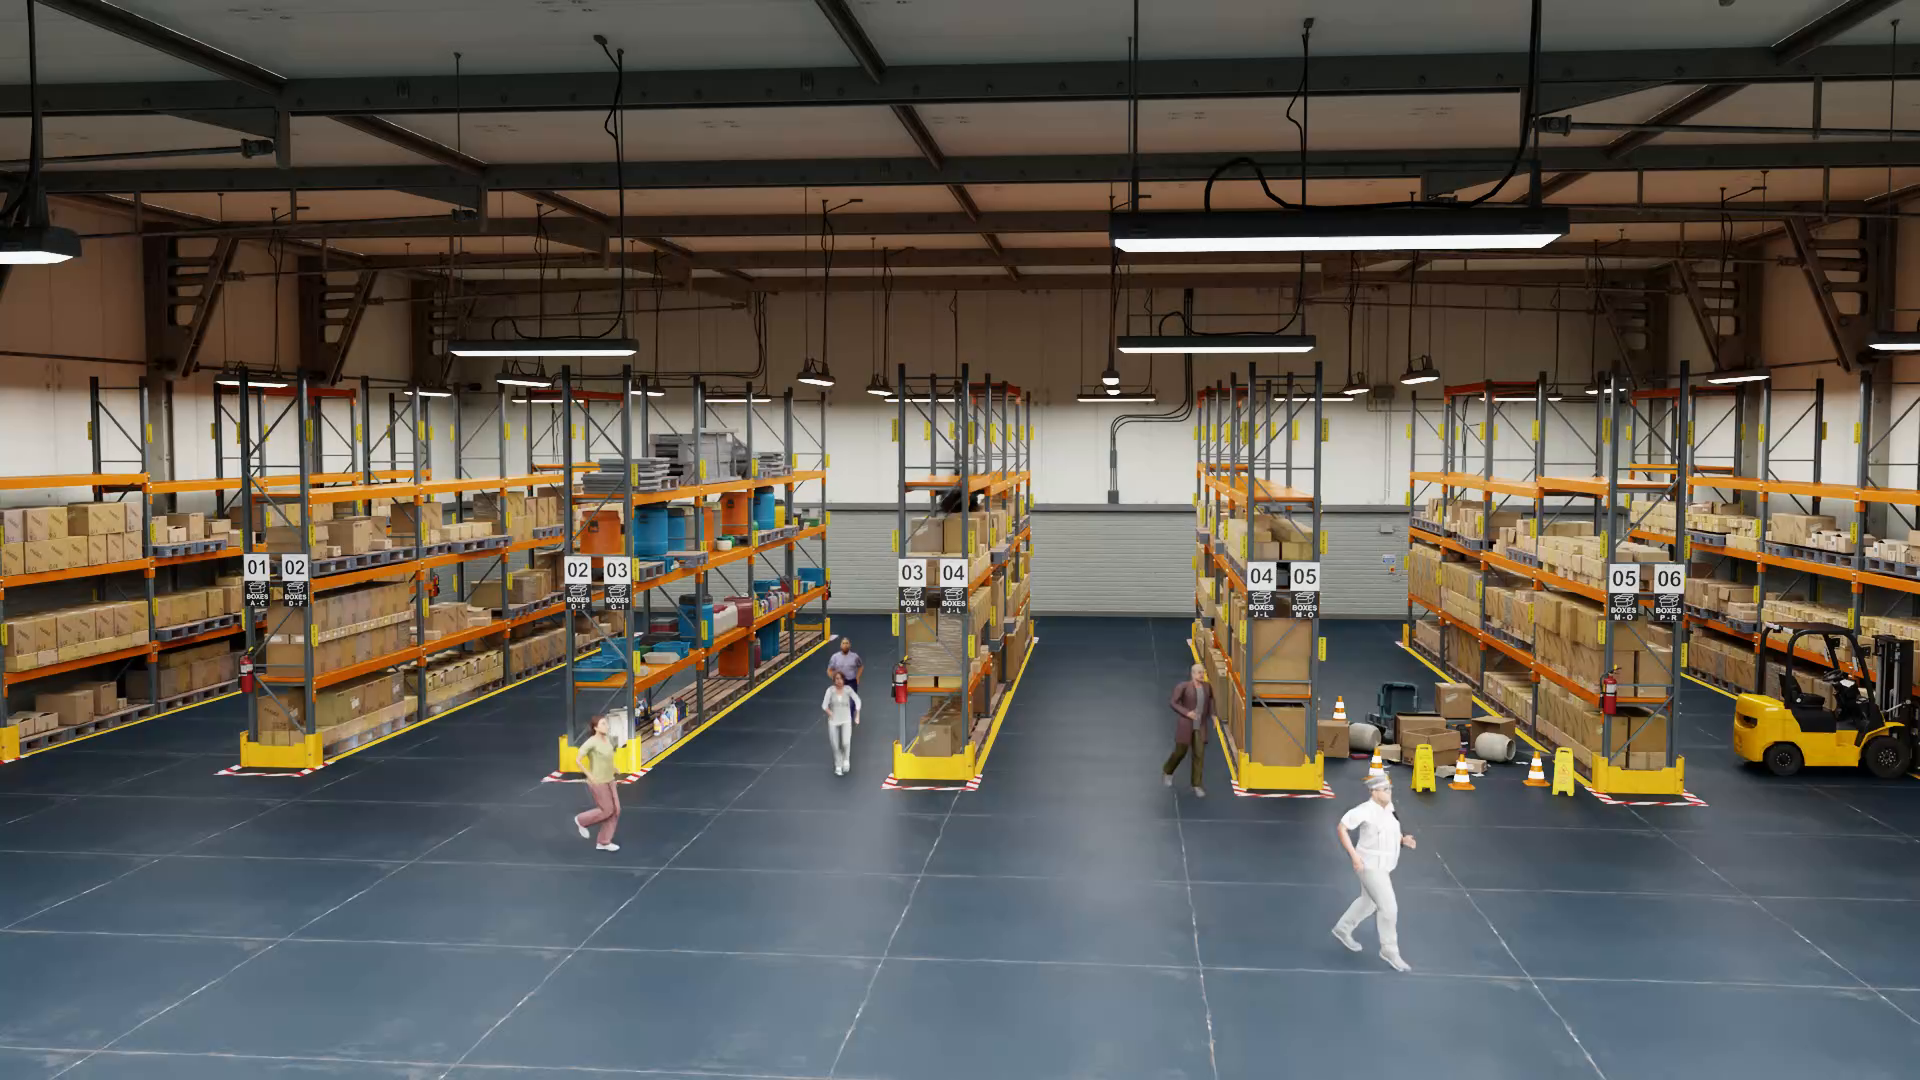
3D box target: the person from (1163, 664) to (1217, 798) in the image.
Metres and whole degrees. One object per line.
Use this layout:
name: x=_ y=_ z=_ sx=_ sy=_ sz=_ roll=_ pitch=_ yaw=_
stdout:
person: x=3.266 y=2.615 z=23.195 sx=0.763 sy=1.783 sz=0.977 roll=-1 pitch=4 yaw=-18

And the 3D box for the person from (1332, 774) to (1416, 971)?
person: x=3.927 y=3.105 z=15.796 sx=0.851 sy=1.826 sz=0.650 roll=3 pitch=5 yaw=36

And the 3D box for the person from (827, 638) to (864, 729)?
person: x=-1.857 y=2.392 z=27.084 sx=0.607 sy=1.605 sz=0.734 roll=-1 pitch=4 yaw=-8

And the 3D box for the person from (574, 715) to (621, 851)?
person: x=-4.345 y=2.906 z=19.992 sx=0.597 sy=1.624 sz=0.596 roll=2 pitch=4 yaw=24

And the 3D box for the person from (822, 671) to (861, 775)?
person: x=-1.731 y=2.686 z=24.213 sx=0.562 sy=1.528 sz=0.627 roll=0 pitch=4 yaw=0
